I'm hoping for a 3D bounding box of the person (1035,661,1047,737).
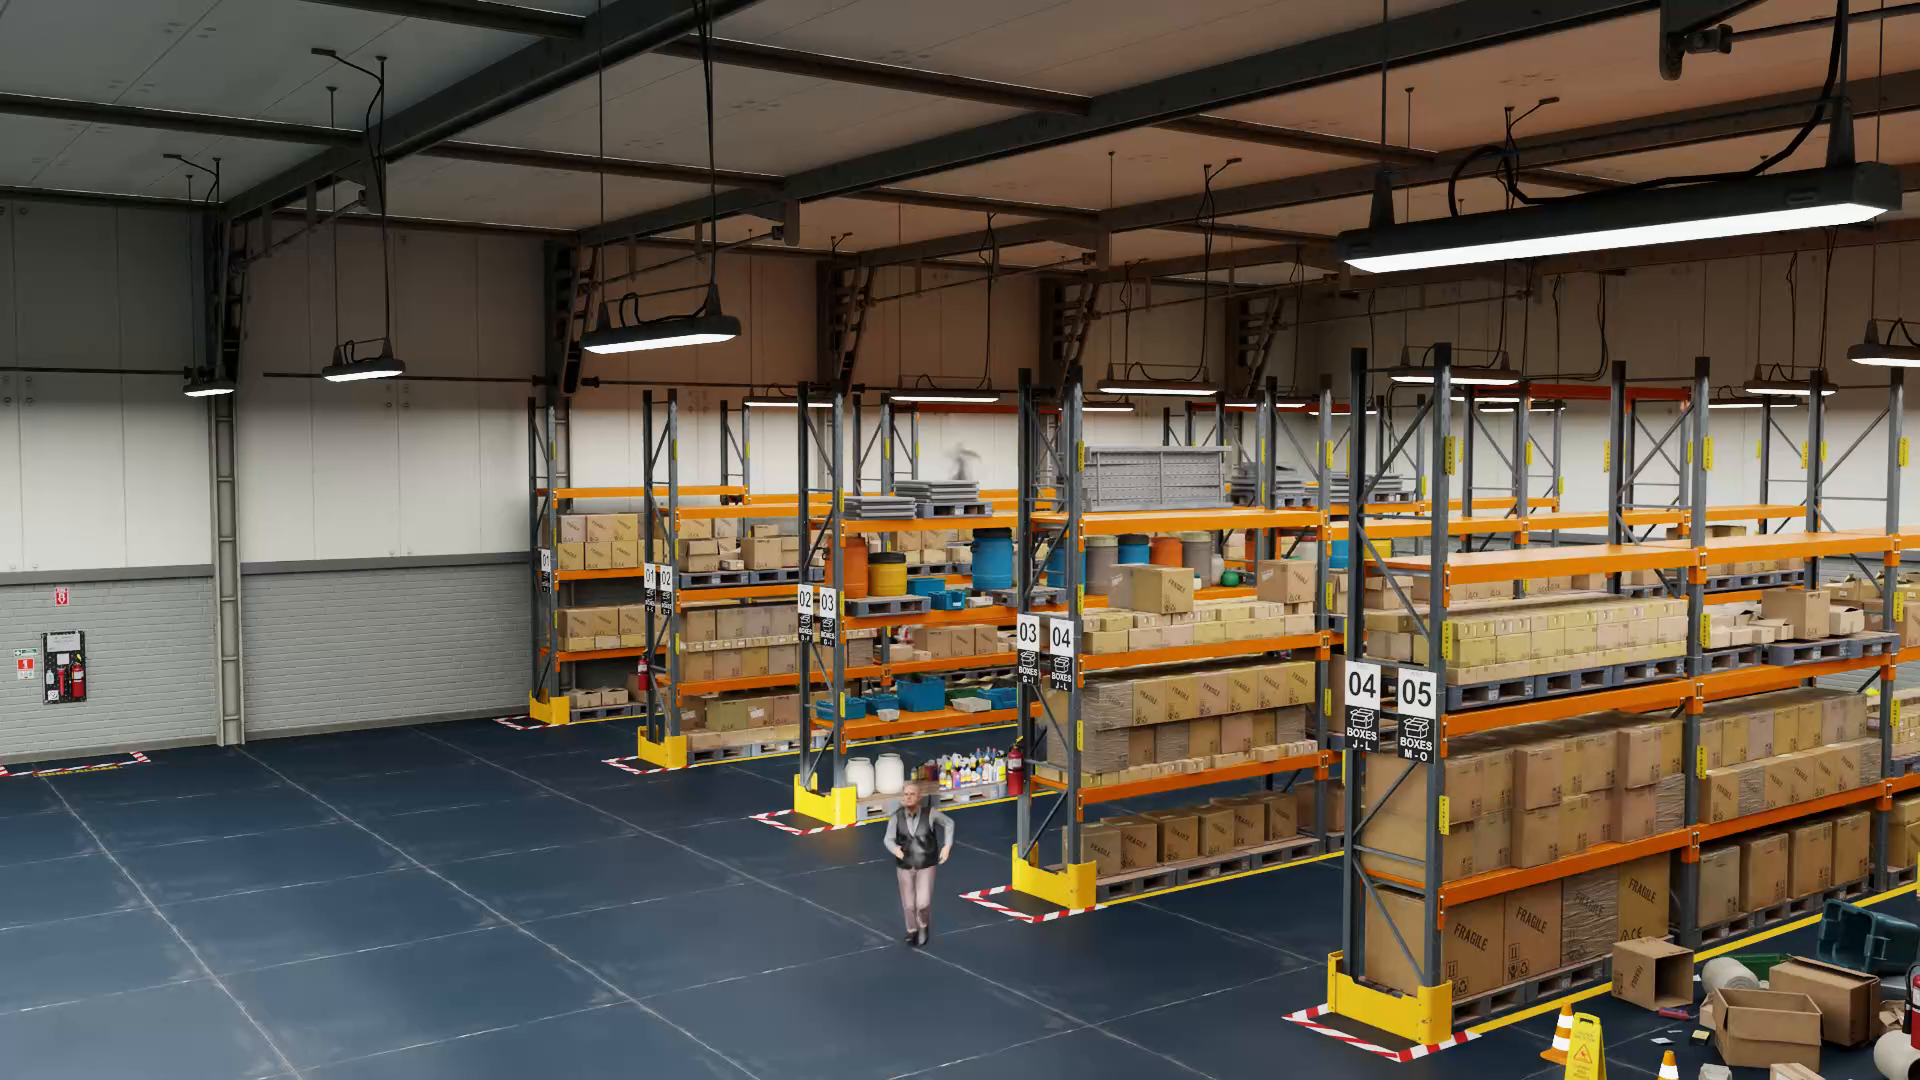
[{"bbox_3d":[1.290,2.669,26.952,0.814,1.824,0.640,-2,4,-34],"label":"person"}]

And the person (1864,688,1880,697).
[{"bbox_3d":[12.775,2.934,23.251,0.632,1.735,0.691,-2,4,-35],"label":"person"}]

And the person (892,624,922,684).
[{"bbox_3d":[-1.034,2.192,32.066,0.756,1.837,0.641,-3,5,-44],"label":"person"}]

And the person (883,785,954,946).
[{"bbox_3d":[-0.431,3.308,16.832,0.679,1.674,0.801,1,3,10],"label":"person"}]
